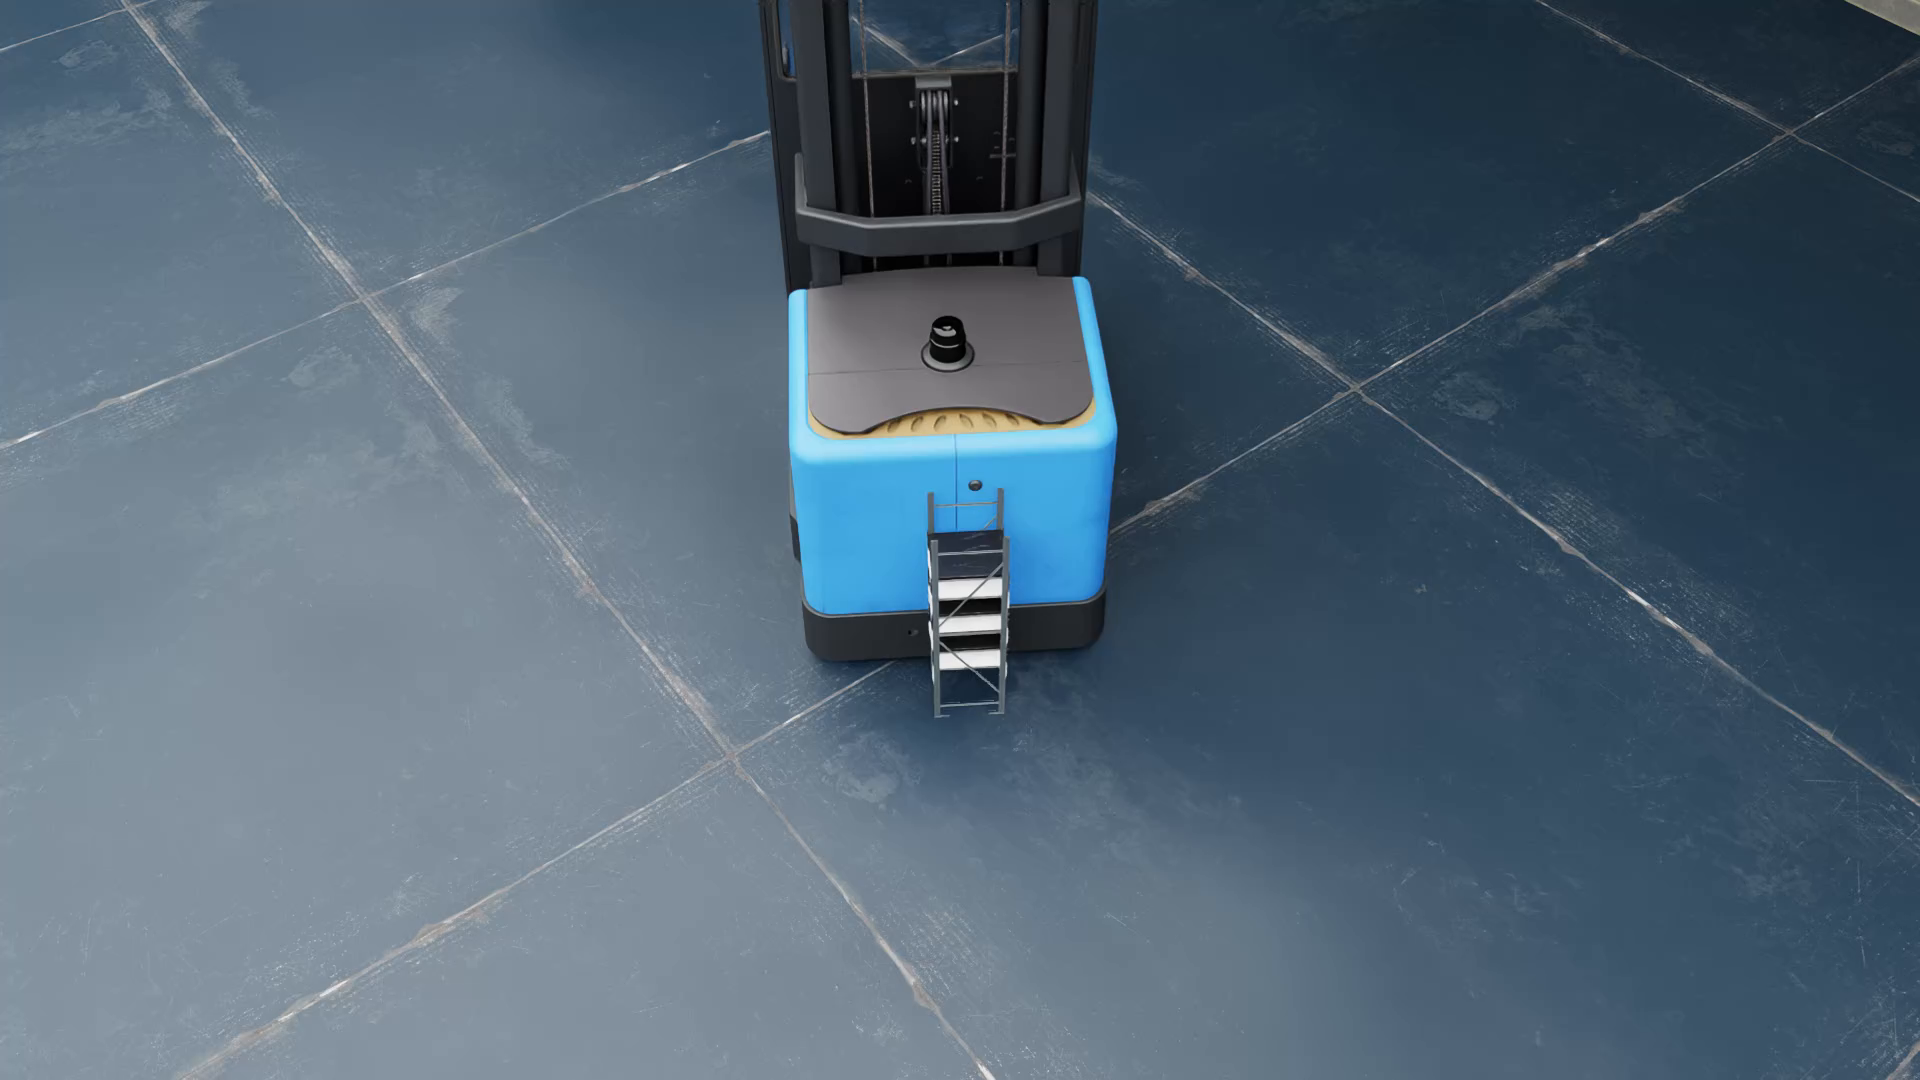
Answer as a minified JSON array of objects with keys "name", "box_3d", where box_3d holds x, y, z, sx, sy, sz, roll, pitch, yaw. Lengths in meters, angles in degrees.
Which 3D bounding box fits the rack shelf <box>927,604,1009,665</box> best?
[{"name":"rack shelf","box_3d":[0.025,0.306,5.531,0.258,0.077,0.200,-3,48,-3]}]

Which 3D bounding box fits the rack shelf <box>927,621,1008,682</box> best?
[{"name":"rack shelf","box_3d":[0.025,0.367,5.598,0.258,0.077,0.200,-3,48,-3]}]

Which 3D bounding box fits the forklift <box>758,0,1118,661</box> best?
[{"name":"forklift","box_3d":[-0.119,-1.657,5.773,1.130,2.935,3.031,-3,48,-3]}]

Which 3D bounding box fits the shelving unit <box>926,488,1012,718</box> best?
[{"name":"shelving unit","box_3d":[0.025,0.224,5.440,0.258,0.900,0.210,-3,48,-3]}]

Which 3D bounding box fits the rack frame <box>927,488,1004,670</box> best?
[{"name":"rack frame","box_3d":[0.018,0.149,5.508,0.240,0.900,0.006,-3,48,-3]}]

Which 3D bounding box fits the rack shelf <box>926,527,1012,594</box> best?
[{"name":"rack shelf","box_3d":[0.025,0.065,5.264,0.258,0.077,0.200,-3,48,-3]}]

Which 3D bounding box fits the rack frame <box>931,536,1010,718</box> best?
[{"name":"rack frame","box_3d":[0.033,0.299,5.372,0.240,0.900,0.006,-3,48,-3]}]

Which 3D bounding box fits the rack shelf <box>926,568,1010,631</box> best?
[{"name":"rack shelf","box_3d":[0.025,0.186,5.398,0.258,0.077,0.200,-3,48,-3]}]

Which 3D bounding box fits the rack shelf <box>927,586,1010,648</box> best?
[{"name":"rack shelf","box_3d":[0.025,0.246,5.465,0.258,0.077,0.200,-3,48,-3]}]

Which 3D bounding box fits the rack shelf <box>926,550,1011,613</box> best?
[{"name":"rack shelf","box_3d":[0.025,0.125,5.331,0.258,0.077,0.200,-3,48,-3]}]
